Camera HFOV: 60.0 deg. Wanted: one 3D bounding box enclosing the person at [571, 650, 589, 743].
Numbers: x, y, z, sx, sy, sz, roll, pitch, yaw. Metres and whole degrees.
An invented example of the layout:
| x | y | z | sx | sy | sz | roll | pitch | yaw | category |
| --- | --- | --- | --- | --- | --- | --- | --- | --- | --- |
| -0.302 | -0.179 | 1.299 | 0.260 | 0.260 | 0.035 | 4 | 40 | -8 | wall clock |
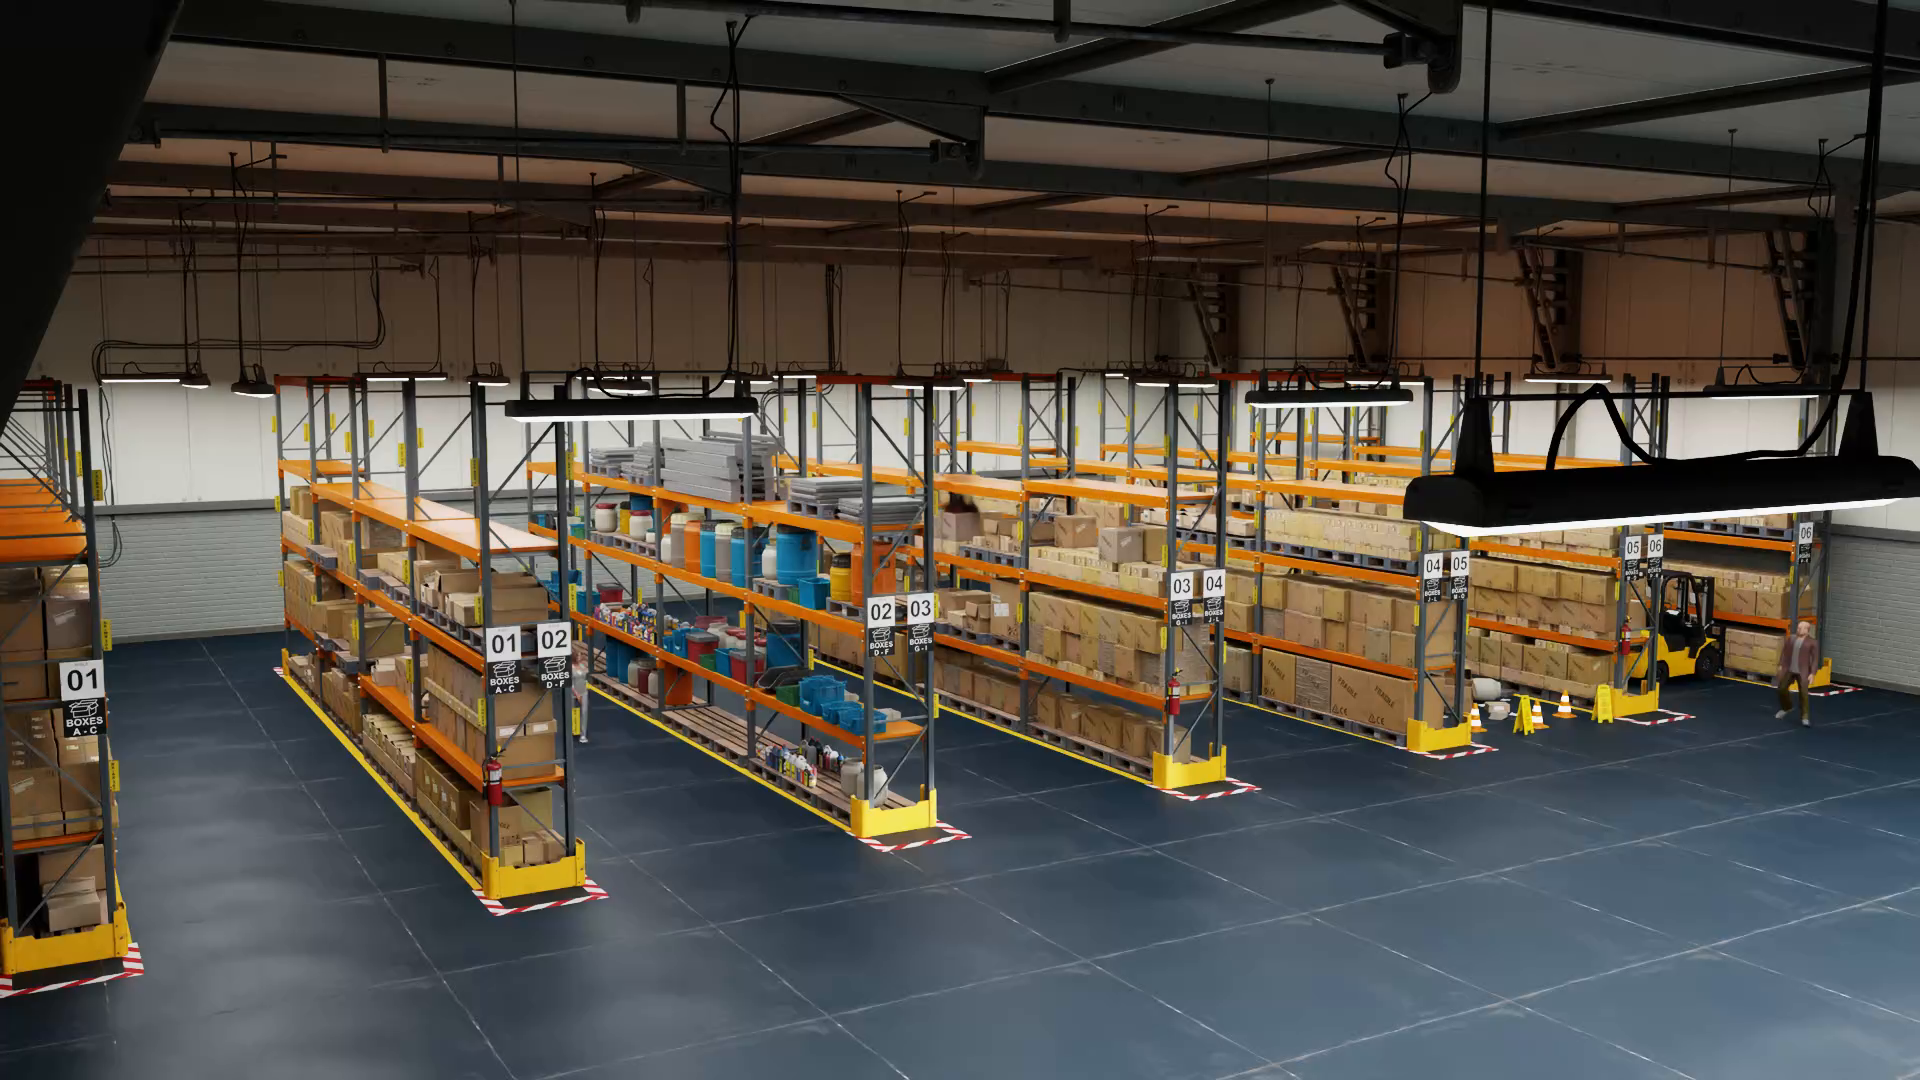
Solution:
| x | y | z | sx | sy | sz | roll | pitch | yaw | category |
| --- | --- | --- | --- | --- | --- | --- | --- | --- | --- |
| -6.341 | 2.572 | 27.609 | 0.390 | 1.492 | 0.906 | -2 | 7 | -21 | person |

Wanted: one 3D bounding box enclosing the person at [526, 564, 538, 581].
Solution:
| x | y | z | sx | sy | sz | roll | pitch | yaw | category |
| --- | --- | --- | --- | --- | --- | --- | --- | --- | --- |
| -9.473 | 1.398 | 36.961 | 0.498 | 1.753 | 0.593 | -3 | 7 | -29 | person |

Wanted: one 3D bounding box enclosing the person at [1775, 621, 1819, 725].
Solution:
| x | y | z | sx | sy | sz | roll | pitch | yaw | category |
| --- | --- | --- | --- | --- | --- | --- | --- | --- | --- |
| 14.526 | 2.285 | 28.849 | 0.655 | 1.780 | 0.547 | 5 | 8 | 37 | person |

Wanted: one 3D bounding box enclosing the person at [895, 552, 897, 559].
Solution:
| x | y | z | sx | sy | sz | roll | pitch | yaw | category |
| --- | --- | --- | --- | --- | --- | --- | --- | --- | --- |
| -1.923 | 0.650 | 43.915 | 0.583 | 1.732 | 0.896 | 4 | 7 | 31 | person |
